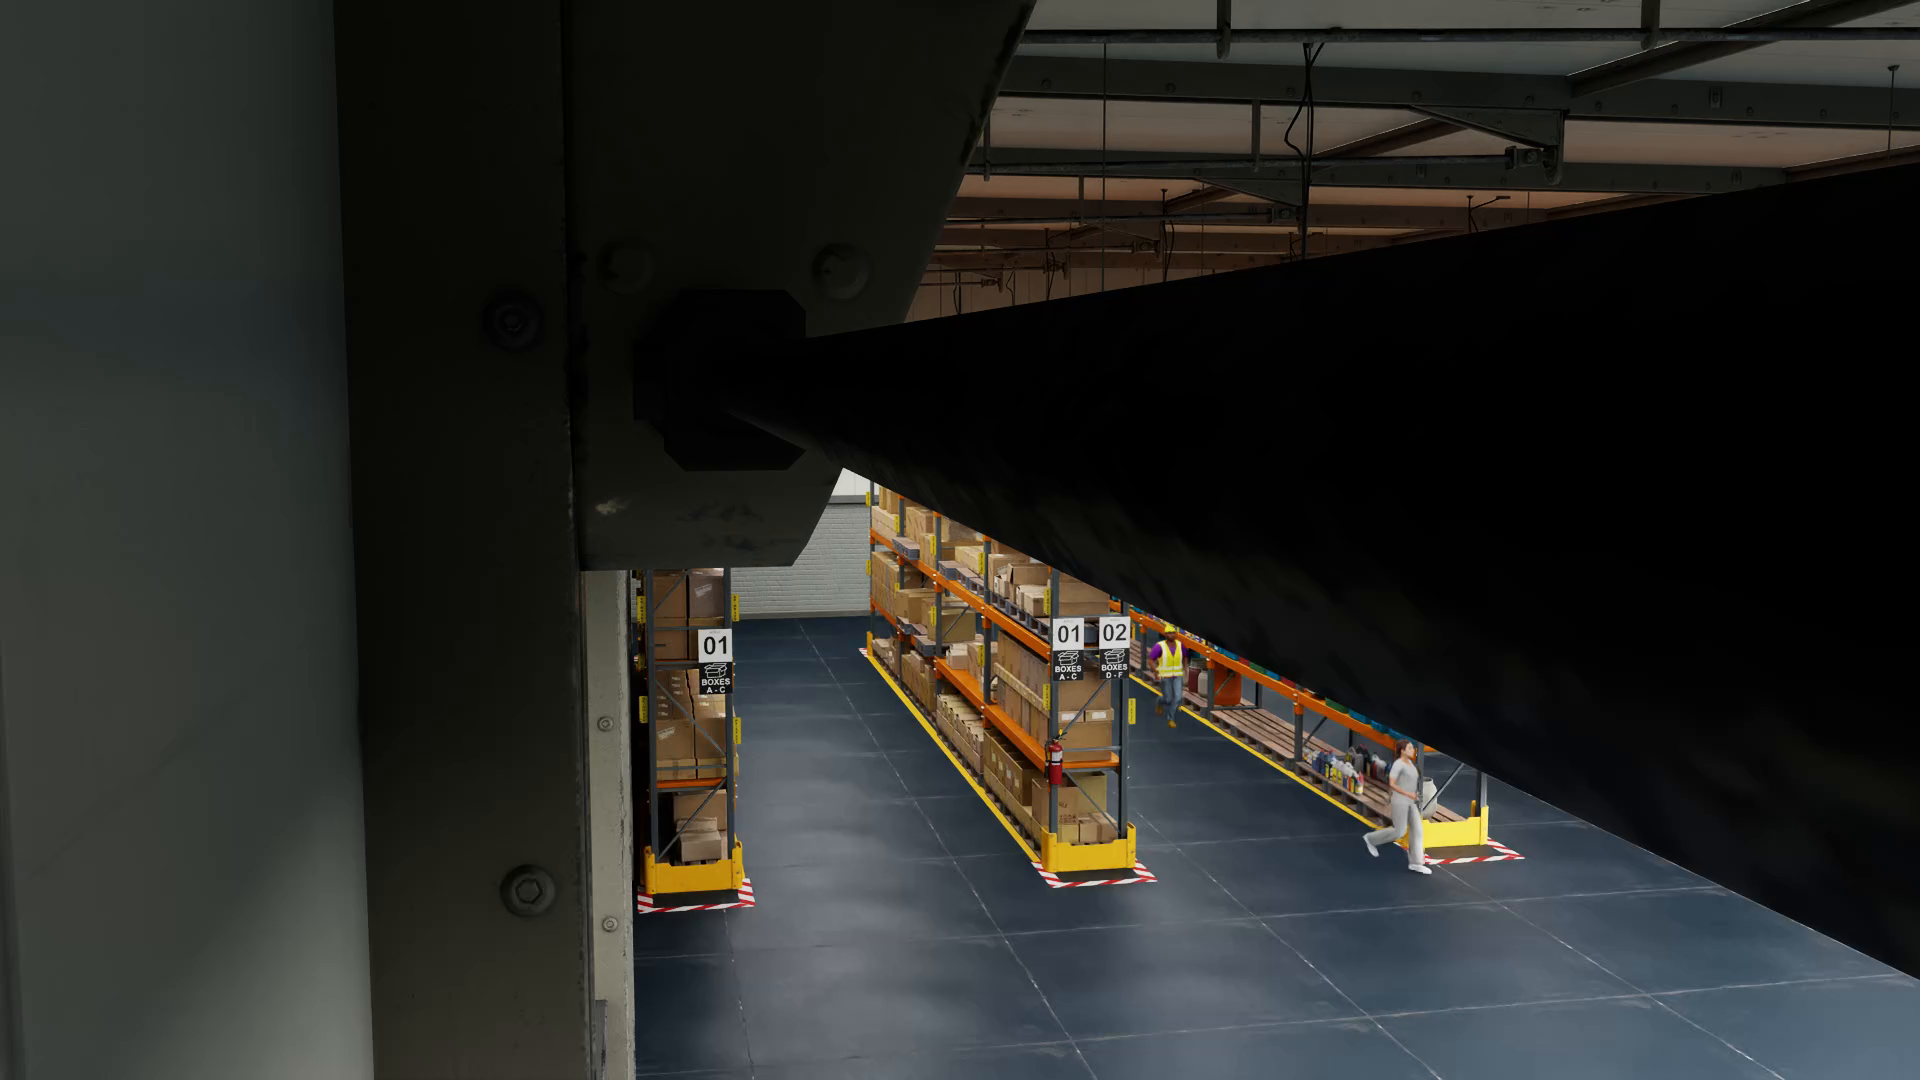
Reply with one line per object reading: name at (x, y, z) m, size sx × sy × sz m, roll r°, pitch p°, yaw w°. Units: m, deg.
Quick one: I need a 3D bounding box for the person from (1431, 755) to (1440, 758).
person at (7.711, 2.587, 27.303) m, size 0.629 × 1.817 × 0.912 m, roll -2°, pitch 6°, yaw -14°

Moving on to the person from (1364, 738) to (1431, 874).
person at (5.579, 3.320, 21.004) m, size 0.900 × 1.660 × 0.593 m, roll 5°, pitch 8°, yaw 40°

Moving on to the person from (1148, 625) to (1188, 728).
person at (3.536, 2.278, 28.035) m, size 0.707 × 1.714 × 0.650 m, roll -1°, pitch 6°, yaw -12°
